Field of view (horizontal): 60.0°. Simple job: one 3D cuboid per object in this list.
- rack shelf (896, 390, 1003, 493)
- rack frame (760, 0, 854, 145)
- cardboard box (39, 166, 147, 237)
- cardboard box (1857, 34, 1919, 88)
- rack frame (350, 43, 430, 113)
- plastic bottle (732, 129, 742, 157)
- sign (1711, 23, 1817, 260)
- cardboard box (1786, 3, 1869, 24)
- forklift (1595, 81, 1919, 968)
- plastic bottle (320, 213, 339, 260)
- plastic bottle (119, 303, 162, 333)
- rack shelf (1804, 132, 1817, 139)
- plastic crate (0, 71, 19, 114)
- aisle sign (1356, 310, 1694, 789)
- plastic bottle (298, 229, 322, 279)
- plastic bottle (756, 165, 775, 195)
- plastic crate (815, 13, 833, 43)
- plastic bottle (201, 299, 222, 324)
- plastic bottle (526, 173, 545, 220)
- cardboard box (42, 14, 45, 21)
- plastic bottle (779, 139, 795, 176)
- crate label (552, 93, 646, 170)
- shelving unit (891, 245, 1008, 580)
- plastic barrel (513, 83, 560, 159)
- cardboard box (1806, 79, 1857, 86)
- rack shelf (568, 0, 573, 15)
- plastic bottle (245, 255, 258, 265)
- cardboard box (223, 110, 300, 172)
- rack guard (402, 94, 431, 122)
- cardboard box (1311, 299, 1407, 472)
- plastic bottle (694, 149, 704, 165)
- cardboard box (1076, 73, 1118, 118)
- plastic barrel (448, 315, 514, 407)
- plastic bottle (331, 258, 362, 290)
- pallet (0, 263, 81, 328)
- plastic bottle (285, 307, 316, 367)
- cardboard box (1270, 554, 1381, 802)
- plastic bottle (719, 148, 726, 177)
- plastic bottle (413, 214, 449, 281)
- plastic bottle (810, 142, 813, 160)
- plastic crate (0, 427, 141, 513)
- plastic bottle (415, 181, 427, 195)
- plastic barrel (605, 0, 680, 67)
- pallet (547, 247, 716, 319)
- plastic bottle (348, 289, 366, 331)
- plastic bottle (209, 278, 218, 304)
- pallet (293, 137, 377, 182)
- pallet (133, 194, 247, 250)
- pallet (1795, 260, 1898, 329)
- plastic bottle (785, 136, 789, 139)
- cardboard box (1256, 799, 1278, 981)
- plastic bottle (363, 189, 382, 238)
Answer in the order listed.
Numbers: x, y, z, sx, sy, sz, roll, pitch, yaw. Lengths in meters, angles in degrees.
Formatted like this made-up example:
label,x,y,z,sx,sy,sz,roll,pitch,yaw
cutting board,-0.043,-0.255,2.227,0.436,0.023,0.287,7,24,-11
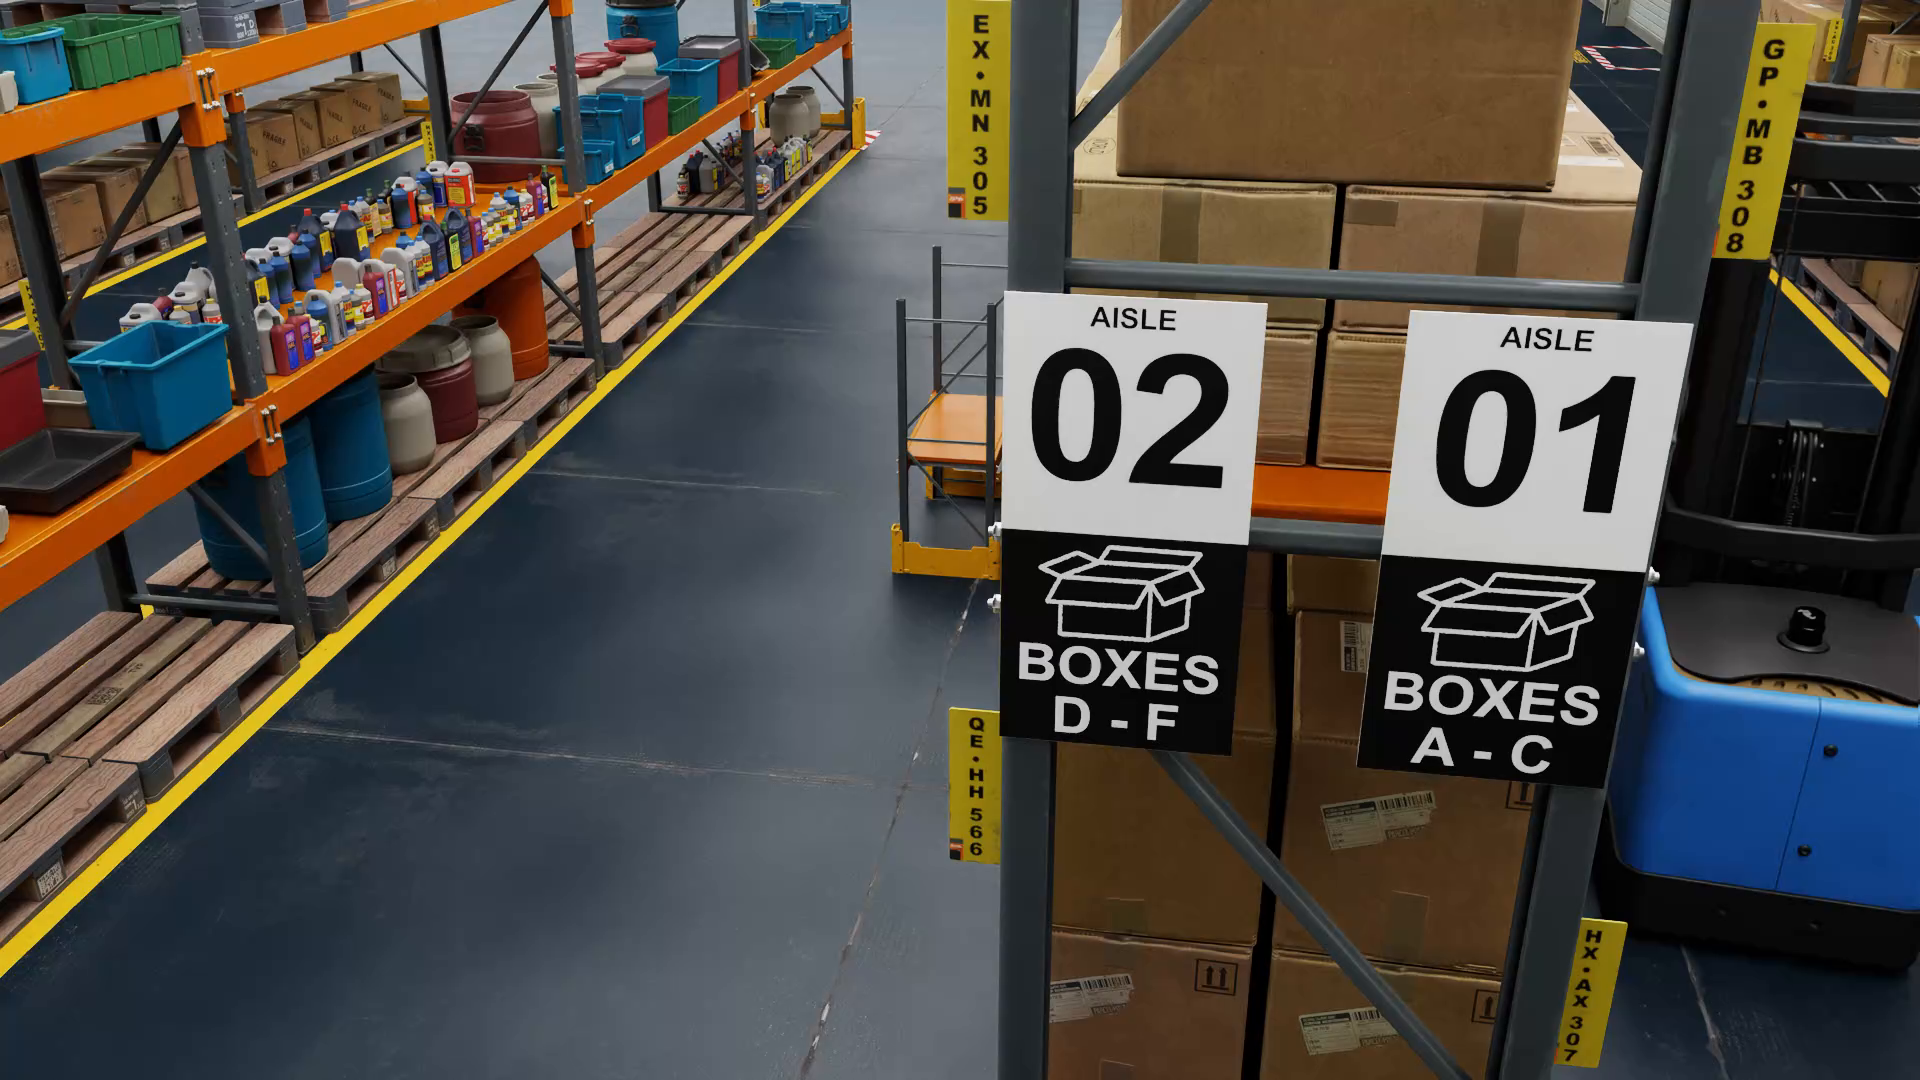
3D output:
label,x,y,z,sx,sy,sz,roll,pitch,yaw
rack shelf,0.014,-0.552,9.085,0.538,0.185,1.000,4,25,9
rack frame,-1.696,-5.873,18.259,1.000,3.000,0.127,4,25,9
cardboard box,-7.546,-2.923,14.386,0.700,0.500,0.500,2,25,4
cardboard box,7.307,-3.548,12.655,0.700,0.500,0.500,4,25,9
rack frame,-6.583,-6.216,18.992,1.000,3.000,0.127,4,25,9
plastic bottle,-2.300,-4.100,17.170,0.097,0.271,0.097,0,25,0
sign,1.110,-0.554,2.325,0.100,0.325,0.005,4,25,9
cardboard box,7.272,-4.223,14.002,0.500,0.500,0.500,4,25,8
forklift,3.264,-0.421,6.691,1.130,2.935,3.031,6,26,14
plastic bottle,-3.620,-1.733,9.559,0.152,0.276,0.135,4,25,9
plastic bottle,-3.912,-0.985,7.963,0.152,0.276,0.135,4,25,9
rack shelf,7.750,-4.025,15.158,1.077,0.370,4.000,4,25,9
plastic crate,-3.490,-1.535,5.764,0.293,0.136,0.466,4,25,9
aisle sign,0.853,0.035,2.571,0.394,0.787,0.004,4,25,9
plastic bottle,-3.636,-1.602,9.287,0.097,0.271,0.097,0,25,0
plastic bottle,-1.840,-3.406,15.682,0.152,0.276,0.135,5,26,10
plastic crate,-1.595,-5.305,17.220,0.499,0.251,0.408,4,25,9
plastic bottle,-3.726,-1.104,8.304,0.097,0.201,0.097,0,25,0
plastic bottle,-2.687,-2.179,10.505,0.061,0.283,0.133,4,25,9
cardboard box,-7.429,-4.049,13.745,0.797,0.503,0.637,7,26,14
plastic bottle,-1.709,-3.765,16.362,0.144,0.351,0.185,4,25,8
crate label,-2.575,-2.940,11.951,0.502,0.435,0.616,4,25,9
shelving unit,0.012,-0.711,9.000,0.587,1.500,1.083,4,25,9
plastic barrel,-3.047,-3.023,12.038,0.421,0.512,0.421,0,25,0
cardboard box,7.202,-3.674,13.714,0.500,0.250,0.500,4,25,9
rack shelf,-2.677,-4.397,12.415,1.077,0.370,4.000,4,25,9
plastic bottle,-3.770,-1.349,8.740,0.152,0.276,0.135,4,25,9
cardboard box,-7.046,-4.006,16.724,0.500,0.500,0.500,13,28,25
rack guard,-6.595,-5.052,19.454,1.175,0.500,0.348,4,25,9
cardboard box,0.910,-0.325,3.044,0.500,0.250,0.500,4,25,9
plastic bottle,-2.498,-3.569,15.943,0.144,0.351,0.185,3,25,6
cardboard box,0.489,-0.795,3.460,0.500,0.250,0.500,4,25,9
plastic barrel,-3.071,-1.143,10.592,0.421,0.512,0.421,0,25,0
plastic bottle,-3.205,-1.363,8.770,0.152,0.276,0.135,4,25,9
pallet,-7.761,-1.934,13.133,1.003,0.211,1.213,4,25,9
plastic bottle,-3.155,-0.981,7.945,0.061,0.283,0.133,4,25,9
cardboard box,0.985,0.279,3.819,0.500,0.500,0.500,4,25,9
plastic bottle,-2.340,-3.678,16.254,0.061,0.283,0.133,4,25,9
plastic bottle,-2.955,-1.631,9.255,0.144,0.351,0.185,4,25,9
plastic bottle,-1.564,-4.007,17.053,0.097,0.201,0.097,0,25,0
plastic crate,-3.576,-0.270,6.543,0.437,0.125,0.590,4,25,9
plastic bottle,-3.455,-2.191,10.628,0.097,0.201,0.097,0,25,0
plastic barrel,-2.712,-4.287,14.279,0.600,0.901,0.708,4,25,9
pallet,-2.637,-2.094,13.476,1.003,0.211,1.213,4,25,9
plastic bottle,-3.084,-1.172,8.450,0.097,0.201,0.097,0,25,0
plastic bottle,-3.688,-1.229,8.396,0.144,0.351,0.185,4,25,9
pallet,-6.965,-4.076,17.708,1.003,0.211,1.213,4,25,9
pallet,-7.362,-2.955,15.314,1.003,0.211,1.213,4,25,9
pallet,7.298,-1.925,13.114,1.003,0.211,1.213,4,25,9
plastic bottle,-1.737,-3.947,16.830,0.061,0.283,0.133,4,25,9
cardboard box,0.987,0.735,4.024,0.500,0.500,0.500,4,25,8
plastic bottle,-3.574,-1.973,10.064,0.061,0.283,0.133,4,25,9
